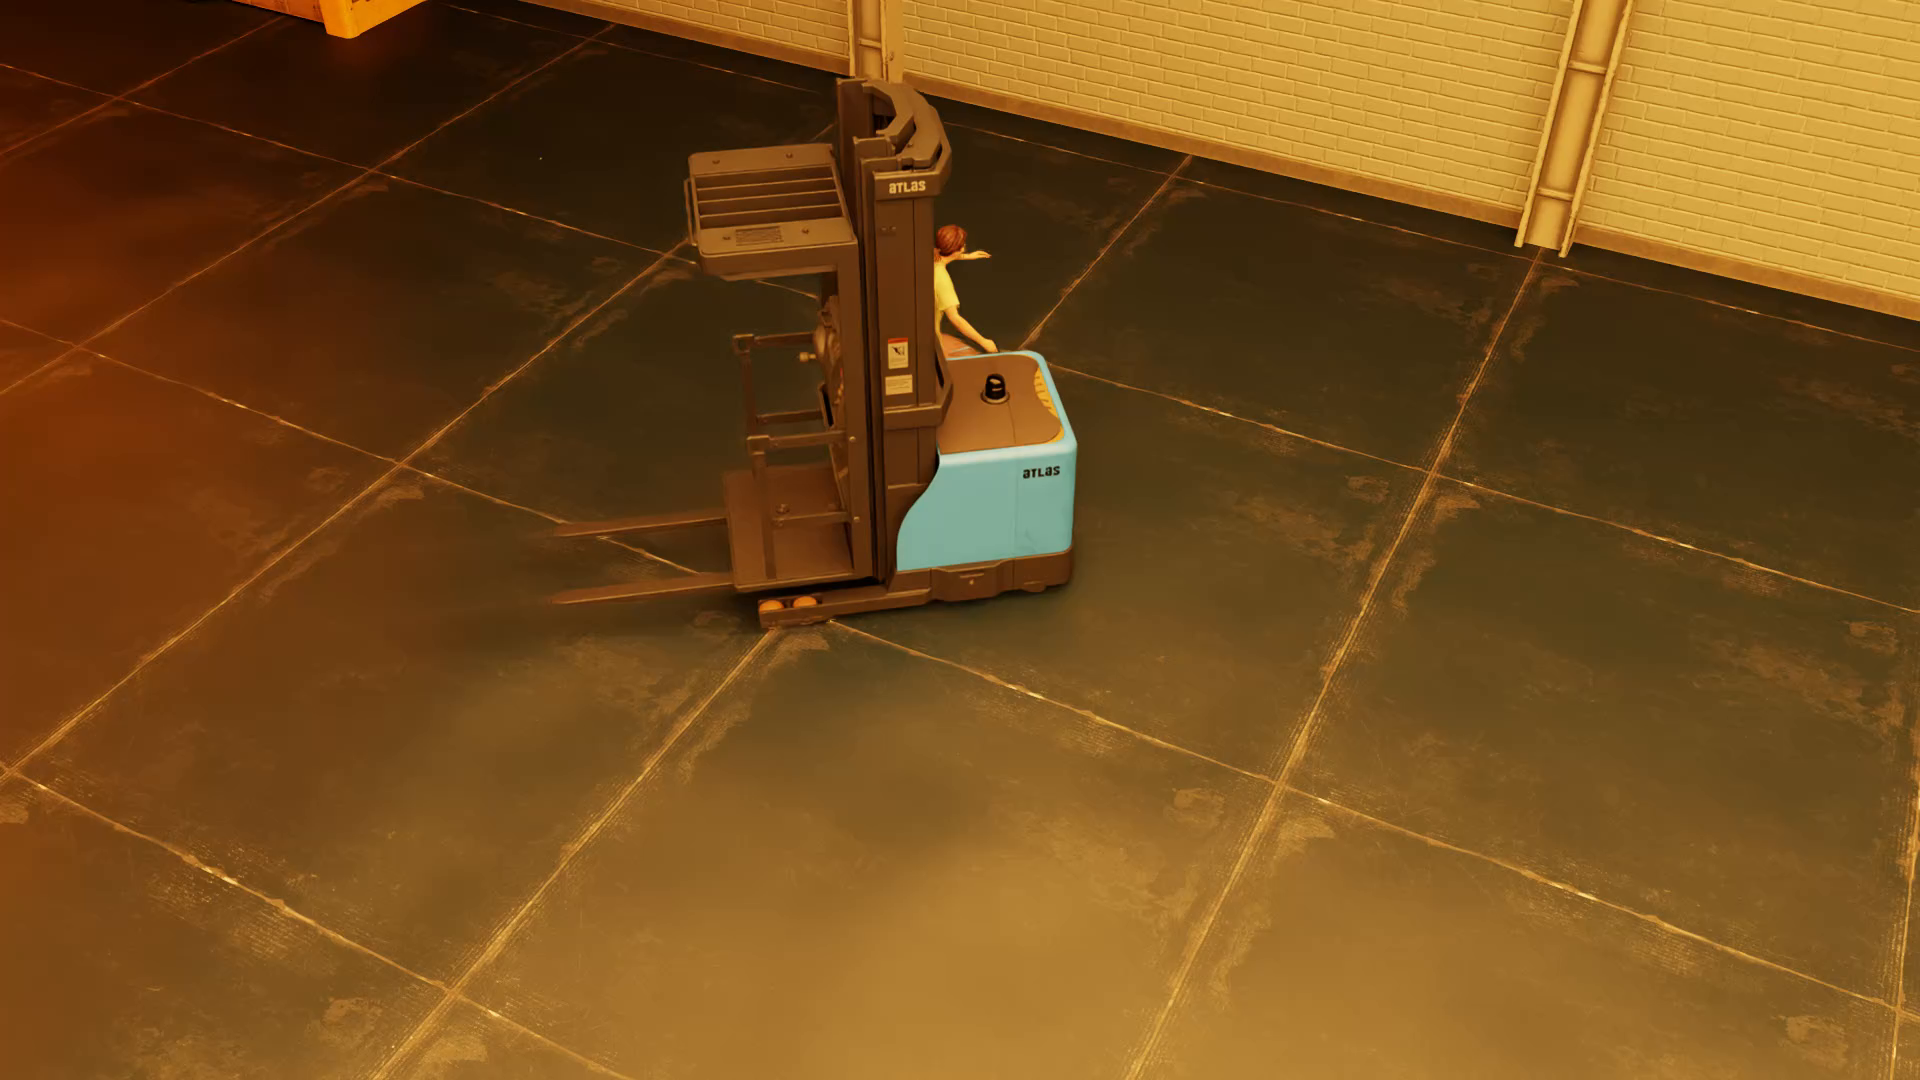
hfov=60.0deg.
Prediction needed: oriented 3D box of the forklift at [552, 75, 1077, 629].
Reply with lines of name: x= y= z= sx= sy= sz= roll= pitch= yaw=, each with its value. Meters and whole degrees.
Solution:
forklift: x=-0.897 y=-0.975 z=9.144 sx=3.031 sy=2.935 sz=1.130 roll=-7 pitch=41 yaw=-8

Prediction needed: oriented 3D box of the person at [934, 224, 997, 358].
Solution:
person: x=0.040 y=-1.325 z=10.736 sx=0.828 sy=1.431 sz=1.100 roll=-21 pitch=44 yaw=-23
